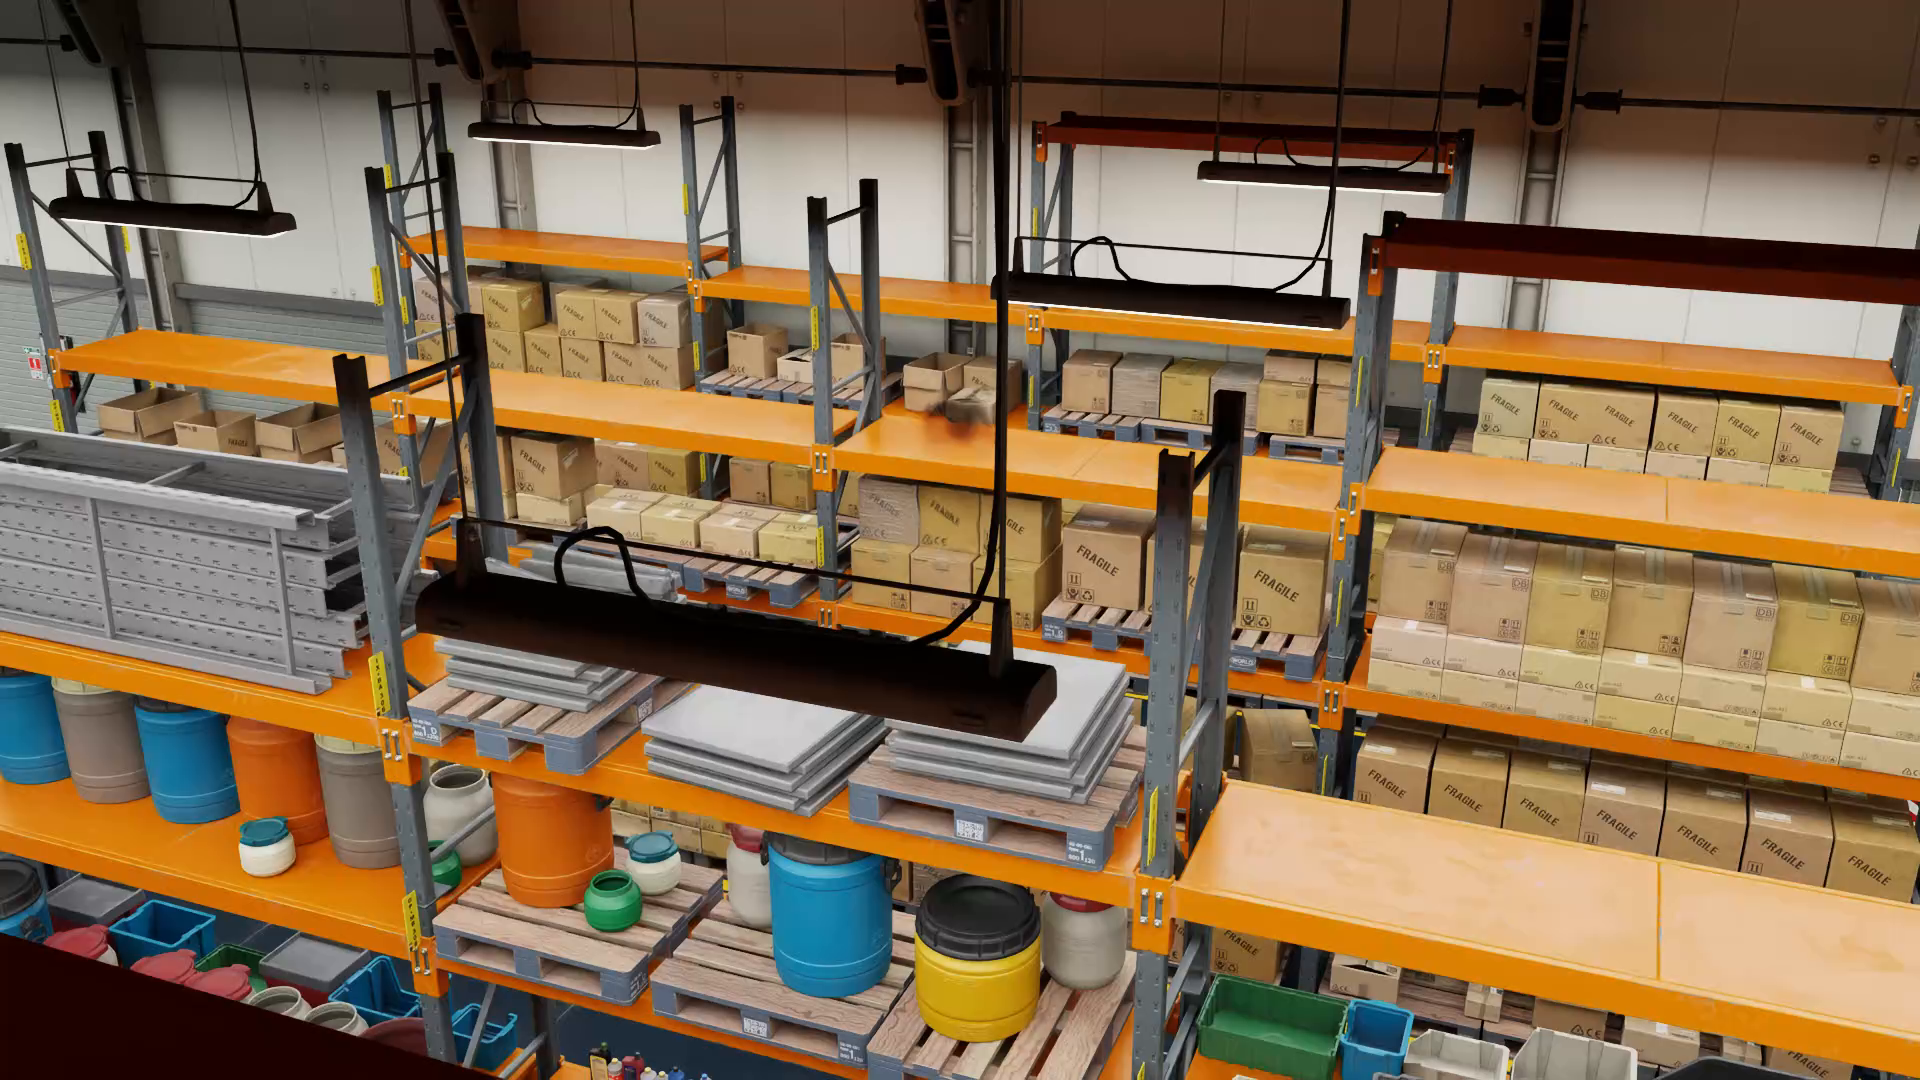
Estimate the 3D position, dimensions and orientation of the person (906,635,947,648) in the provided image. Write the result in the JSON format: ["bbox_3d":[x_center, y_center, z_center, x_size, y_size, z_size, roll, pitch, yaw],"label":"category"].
[{"bbox_3d":[-0.370,1.405,16.503,0.532,1.727,0.446,17,27,38],"label":"person"}]
